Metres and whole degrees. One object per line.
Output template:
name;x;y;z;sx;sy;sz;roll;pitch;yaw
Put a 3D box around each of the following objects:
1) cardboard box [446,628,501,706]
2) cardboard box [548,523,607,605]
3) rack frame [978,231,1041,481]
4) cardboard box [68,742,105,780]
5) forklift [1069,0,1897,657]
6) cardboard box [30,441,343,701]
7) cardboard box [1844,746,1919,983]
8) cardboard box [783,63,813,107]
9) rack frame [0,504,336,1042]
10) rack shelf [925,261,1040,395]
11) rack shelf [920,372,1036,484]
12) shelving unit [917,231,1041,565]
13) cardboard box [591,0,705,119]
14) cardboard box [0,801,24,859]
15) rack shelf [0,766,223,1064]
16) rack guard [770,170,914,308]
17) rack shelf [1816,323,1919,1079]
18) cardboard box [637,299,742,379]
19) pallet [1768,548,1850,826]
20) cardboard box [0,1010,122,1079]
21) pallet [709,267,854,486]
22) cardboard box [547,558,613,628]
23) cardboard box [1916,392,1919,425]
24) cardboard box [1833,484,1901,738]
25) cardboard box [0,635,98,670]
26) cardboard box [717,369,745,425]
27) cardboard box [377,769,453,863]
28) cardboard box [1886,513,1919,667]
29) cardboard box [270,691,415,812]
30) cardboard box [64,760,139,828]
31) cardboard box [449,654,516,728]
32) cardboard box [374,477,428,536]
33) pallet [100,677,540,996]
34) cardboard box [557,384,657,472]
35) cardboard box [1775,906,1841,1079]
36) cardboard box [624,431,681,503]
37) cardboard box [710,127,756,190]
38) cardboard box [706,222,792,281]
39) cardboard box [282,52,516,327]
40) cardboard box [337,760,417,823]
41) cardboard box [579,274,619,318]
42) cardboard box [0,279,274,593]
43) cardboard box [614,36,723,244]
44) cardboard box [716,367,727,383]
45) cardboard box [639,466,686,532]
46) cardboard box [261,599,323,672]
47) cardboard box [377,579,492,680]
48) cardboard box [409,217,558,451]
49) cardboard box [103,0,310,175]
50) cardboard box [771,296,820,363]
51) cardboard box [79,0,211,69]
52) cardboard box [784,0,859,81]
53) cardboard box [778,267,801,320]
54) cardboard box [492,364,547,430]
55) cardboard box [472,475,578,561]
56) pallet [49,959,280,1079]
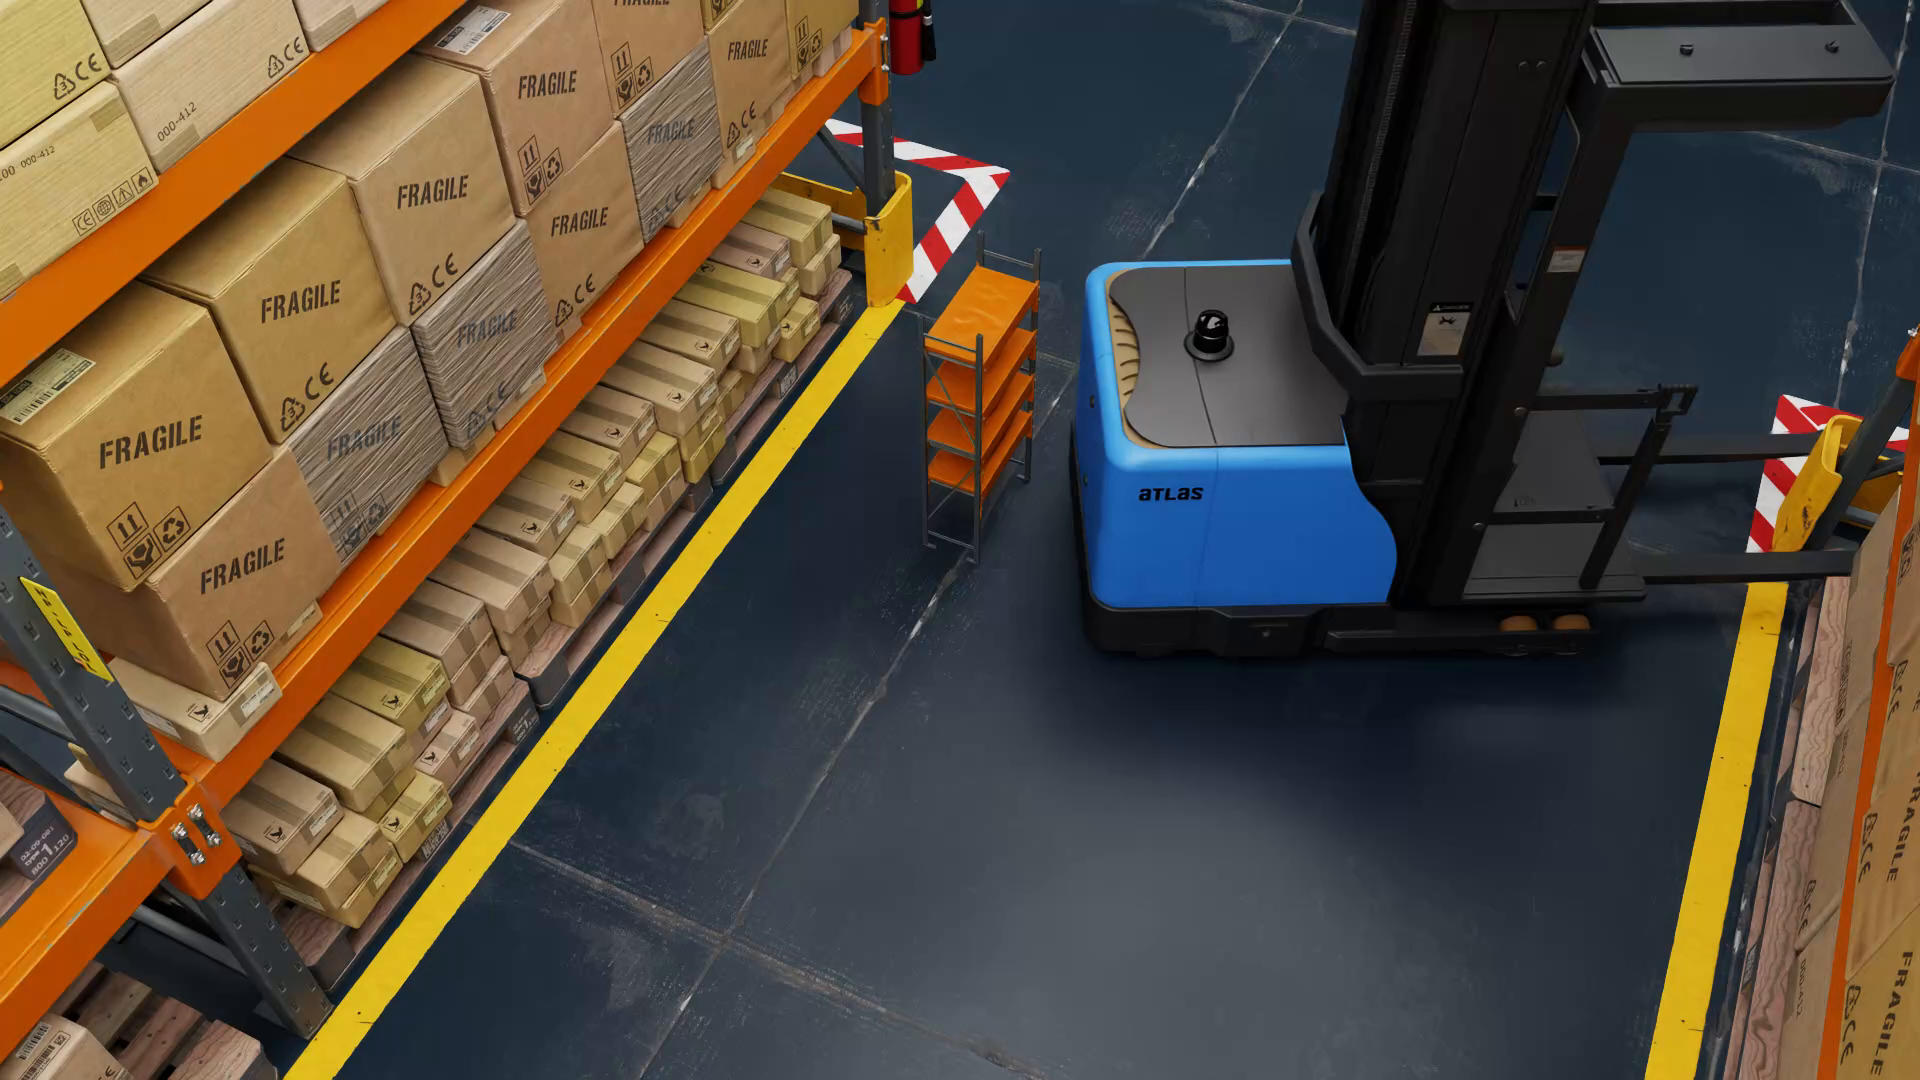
cardboard box;-1.808;0.376;5.676;0.380;0.149;0.250;17;52;14
cardboard box;-1.504;0.041;5.961;0.380;0.149;0.250;19;52;16
rack frame;0.175;-0.671;6.348;0.240;1.200;0.015;20;52;16
cardboard box;-2.552;0.663;5.237;0.380;0.149;0.250;21;53;17
forklift;1.966;-0.923;5.426;3.031;2.935;1.130;-1;50;-1
cardboard box;-2.029;0.010;4.326;0.500;0.500;0.500;19;52;15
cardboard box;2.434;0.797;3.852;0.500;0.500;0.500;19;52;16
cardboard box;-0.783;-1.799;6.292;0.380;0.149;0.250;20;52;16
rack frame;-2.468;0.398;4.257;1.000;3.000;0.127;20;52;16
rack shelf;0.071;-0.757;5.906;0.258;0.148;0.480;20;52;16
rack shelf;0.071;-0.459;6.256;0.258;0.148;0.480;20;52;16
shelving unit;0.071;-0.503;6.205;0.258;1.200;0.503;20;52;16
cardboard box;-1.161;-1.703;5.127;0.500;0.500;0.500;22;53;18
cardboard box;-2.459;0.681;3.905;0.380;0.149;0.250;19;52;15
rack shelf;-3.323;2.008;3.359;1.077;0.370;4.000;20;52;16
rack guard;-0.792;-1.494;7.508;1.175;0.500;0.348;20;52;16
rack shelf;2.905;0.795;4.391;1.077;0.370;4.000;20;52;16
cardboard box;-1.080;-0.783;6.467;0.380;0.149;0.250;18;52;15
pallet;3.488;0.664;5.861;1.003;0.211;1.213;20;52;16
cardboard box;-2.558;1.424;4.257;0.500;0.250;0.500;19;52;15
pallet;-1.171;-0.852;7.152;1.003;0.211;1.213;20;52;16
cardboard box;-1.505;0.133;6.079;0.380;0.149;0.250;19;52;15
cardboard box;3.295;-0.611;5.050;0.500;0.500;0.500;19;52;16
cardboard box;3.568;0.366;5.691;0.875;0.438;0.875;18;52;15
cardboard box;-2.558;0.207;4.585;0.380;0.149;0.250;19;52;16
cardboard box;-1.099;-0.600;6.702;0.380;0.149;0.250;20;53;16
cardboard box;-1.909;0.856;5.463;0.380;0.149;0.250;21;53;17
cardboard box;2.870;0.091;4.452;0.500;0.500;0.500;20;52;16
cardboard box;-1.963;0.653;5.246;0.380;0.149;0.250;22;53;18
cardboard box;-2.621;0.769;5.342;0.380;0.149;0.250;21;53;17
cardboard box;-1.786;0.477;5.786;0.380;0.149;0.250;19;52;15
cardboard box;-1.821;-0.197;4.928;0.380;0.149;0.250;18;52;14
pallet;-2.213;0.828;5.722;1.003;0.211;1.213;20;52;16
cardboard box;-1.357;-0.434;6.171;0.380;0.149;0.250;18;52;15
cardboard box;2.798;1.619;4.624;0.875;0.438;0.875;18;52;15
cardboard box;-1.283;-0.319;6.268;0.380;0.149;0.250;22;53;18
cardboard box;-0.965;-1.439;5.985;0.380;0.149;0.250;21;53;17
cardboard box;-0.916;-1.160;6.788;0.380;0.149;0.250;21;53;17
cardboard box;-1.604;-0.985;4.516;0.500;0.500;0.500;21;53;17
cardboard box;-1.997;0.740;5.366;0.380;0.149;0.250;20;53;16
cardboard box;-1.372;-0.912;5.537;0.380;0.149;0.250;21;53;17
cardboard box;-2.055;-0.286;3.922;0.500;0.500;0.500;21;53;17
cardboard box;-1.151;-1.387;5.515;0.500;0.500;0.500;20;52;16
cardboard box;-1.155;-0.699;6.591;0.380;0.149;0.250;19;52;16
cardboard box;-1.286;-0.222;6.381;0.380;0.149;0.250;21;53;17
cardboard box;-2.008;0.189;4.600;0.380;0.149;0.250;21;53;17
cardboard box;-1.808;0.276;5.567;0.380;0.149;0.250;19;52;15
cardboard box;-1.576;-0.668;4.903;0.500;0.500;0.500;19;52;15
cardboard box;-1.826;-1.106;3.666;0.500;0.250;0.500;19;52;16
cardboard box;-0.814;-0.928;6.982;0.380;0.149;0.250;21;53;17
cardboard box;-1.828;-1.282;3.488;0.500;0.250;0.500;20;52;16
cardboard box;-0.719;-2.092;6.115;0.500;0.500;0.500;21;53;17
cardboard box;-0.887;-1.046;6.887;0.380;0.149;0.250;19;52;15
cardboard box;-1.533;-0.532;5.213;0.380;0.149;0.250;22;53;18
cardboard box;-1.584;-0.088;5.876;0.380;0.149;0.250;18;52;15
pallet;-2.800;1.838;4.862;1.003;0.211;1.213;20;52;16
